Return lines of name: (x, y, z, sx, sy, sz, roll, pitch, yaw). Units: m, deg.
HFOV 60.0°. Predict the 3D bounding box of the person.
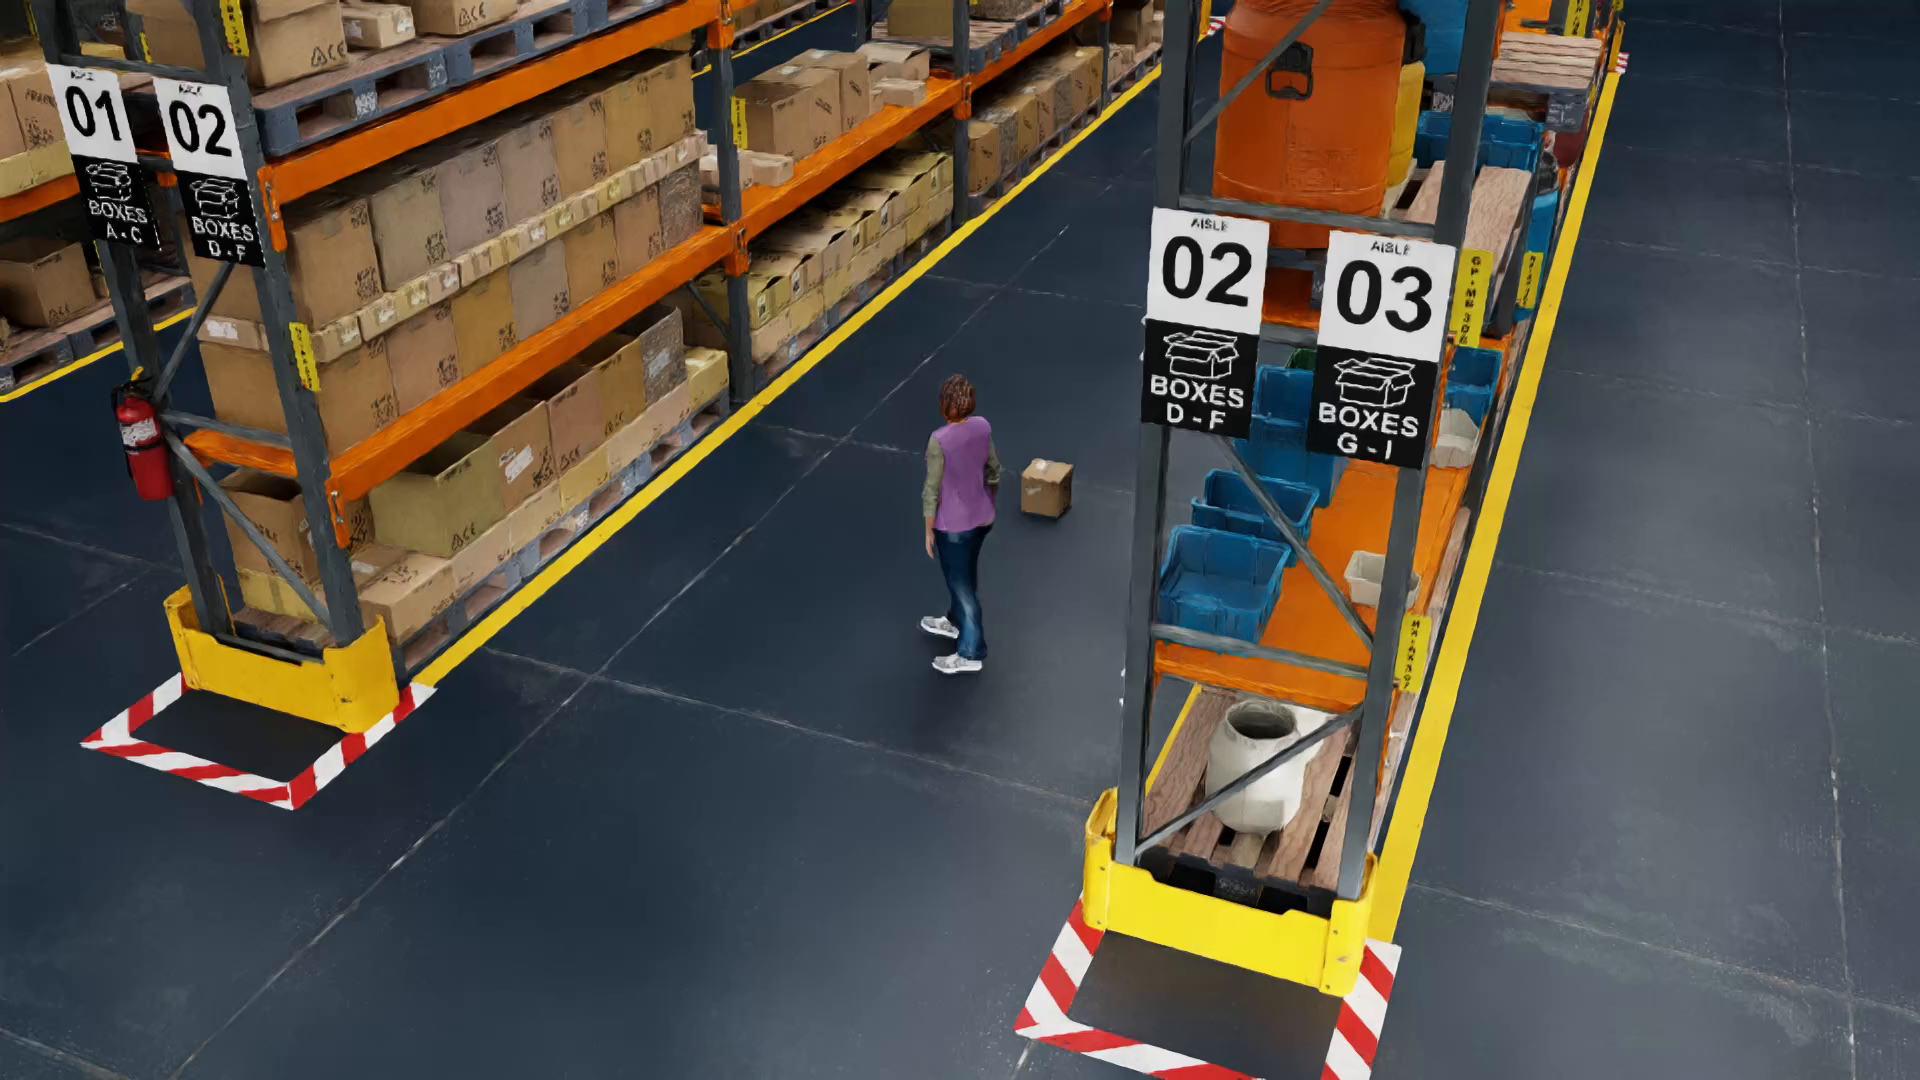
person: (-0.001, -0.112, 8.572, 0.524, 1.592, 0.545, -25, 39, -37)
